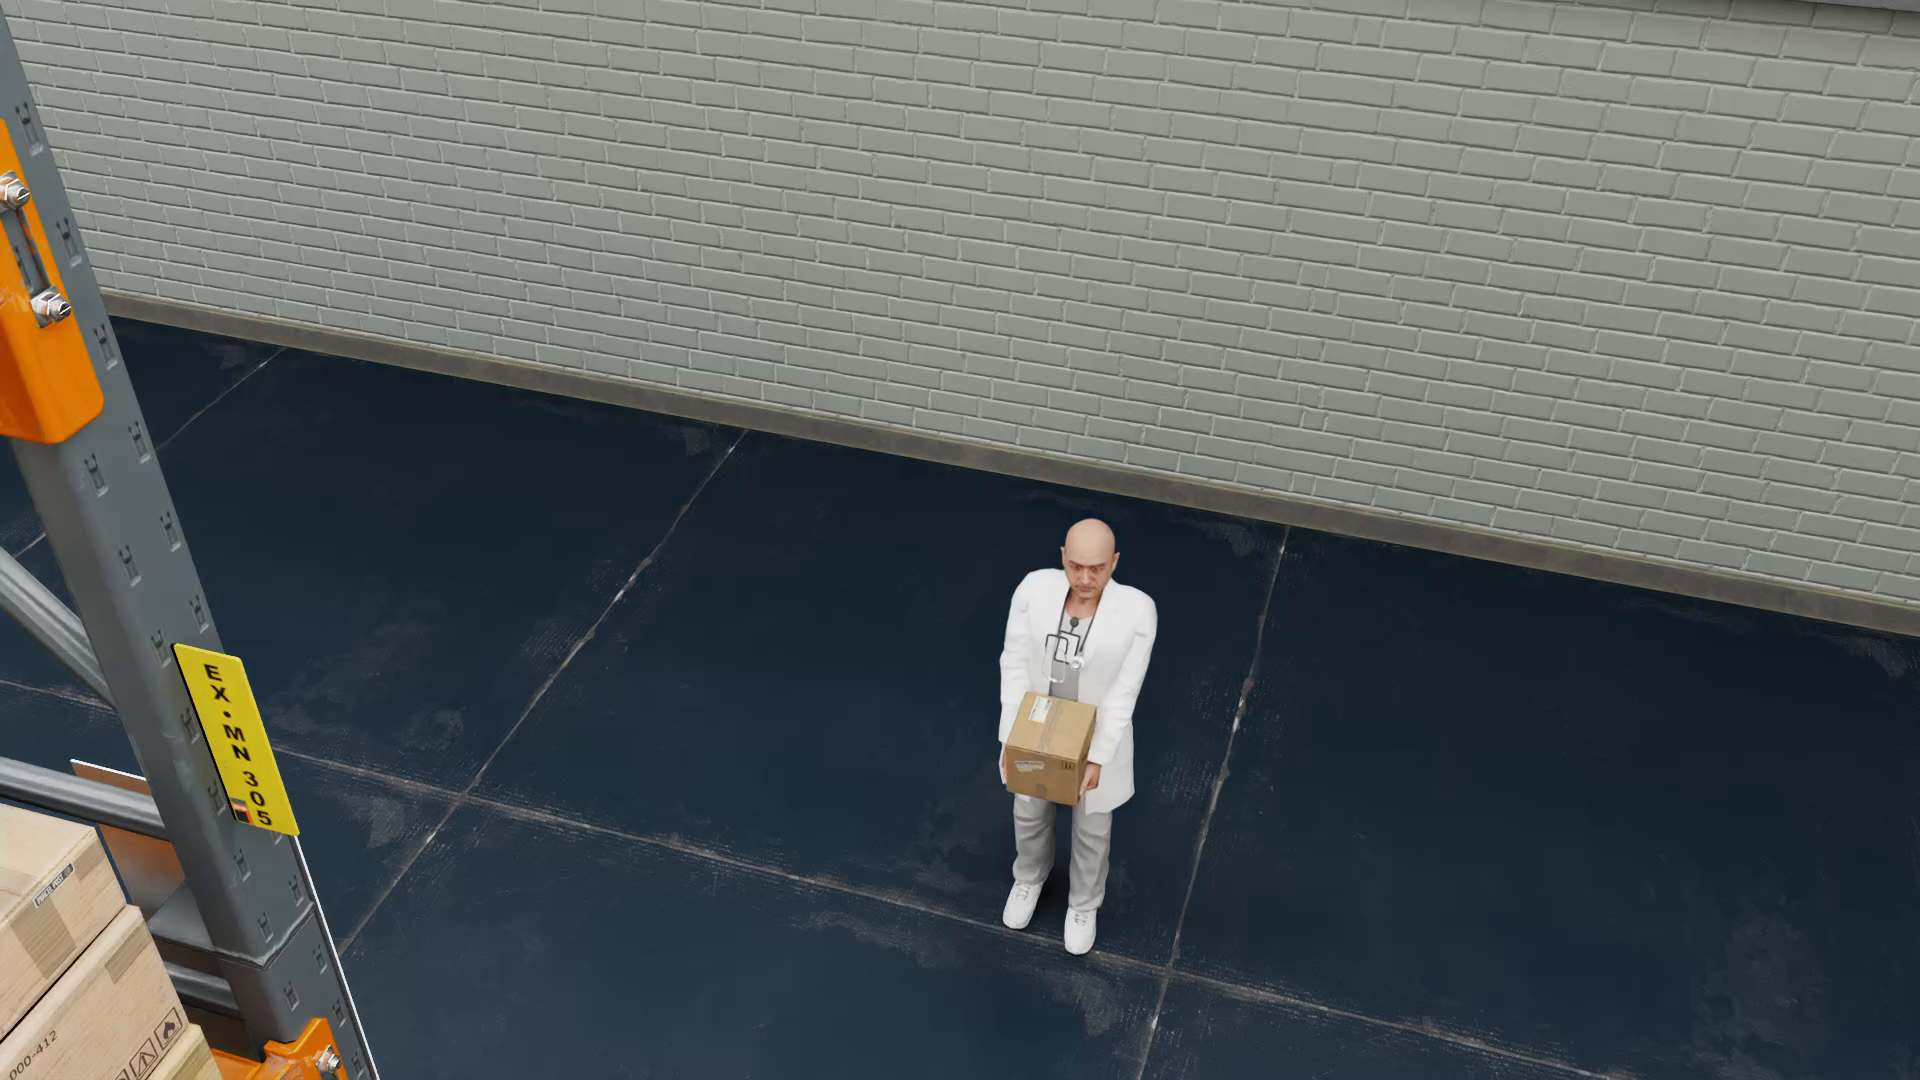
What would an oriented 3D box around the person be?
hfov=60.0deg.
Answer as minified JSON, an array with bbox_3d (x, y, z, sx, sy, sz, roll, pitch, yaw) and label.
[{"bbox_3d":[0.372,0.753,5.894,0.527,1.776,0.554,11,38,14],"label":"person"}]
